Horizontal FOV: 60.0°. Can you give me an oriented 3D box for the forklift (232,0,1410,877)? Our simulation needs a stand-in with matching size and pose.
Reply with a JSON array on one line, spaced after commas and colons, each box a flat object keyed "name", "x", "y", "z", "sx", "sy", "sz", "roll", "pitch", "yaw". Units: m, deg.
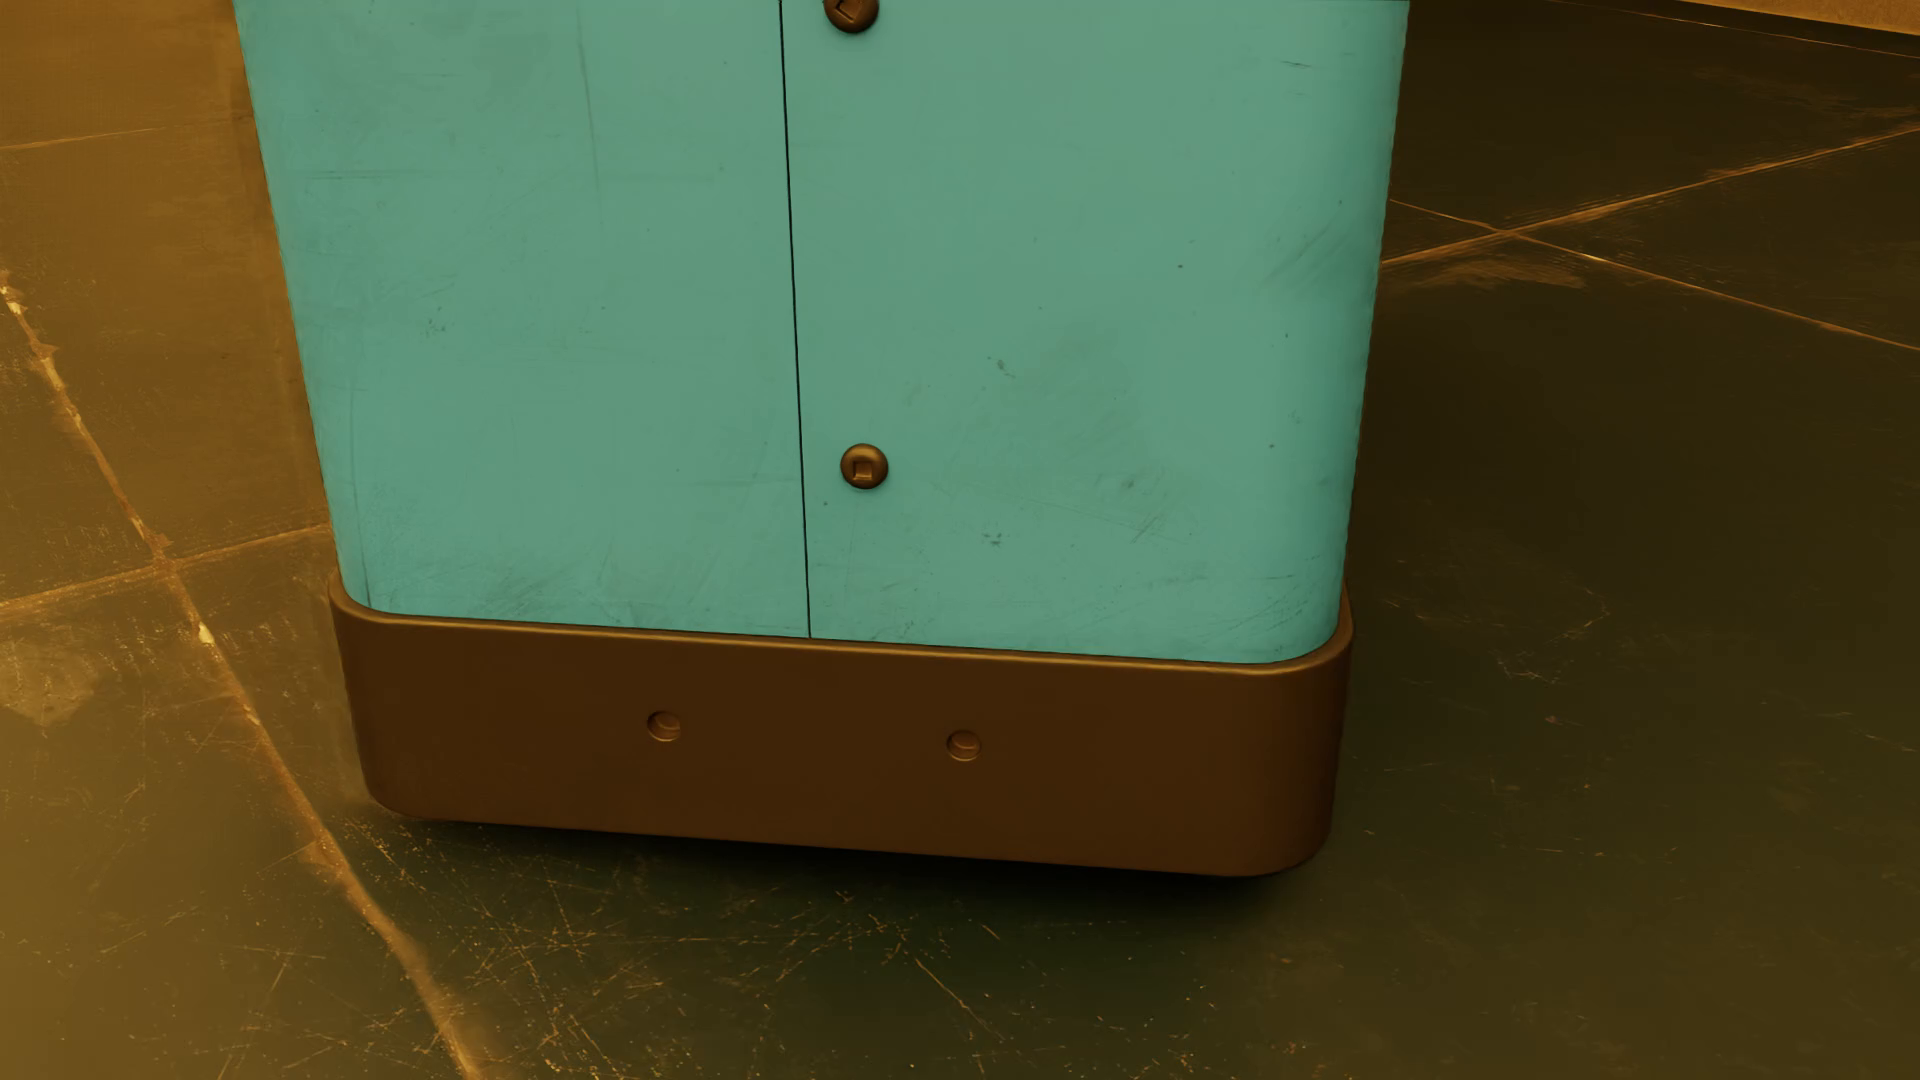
[{"name": "forklift", "x": 0.028, "y": -1.604, "z": 2.428, "sx": 1.130, "sy": 2.935, "sz": 3.031, "roll": 3, "pitch": 27, "yaw": 6}]
